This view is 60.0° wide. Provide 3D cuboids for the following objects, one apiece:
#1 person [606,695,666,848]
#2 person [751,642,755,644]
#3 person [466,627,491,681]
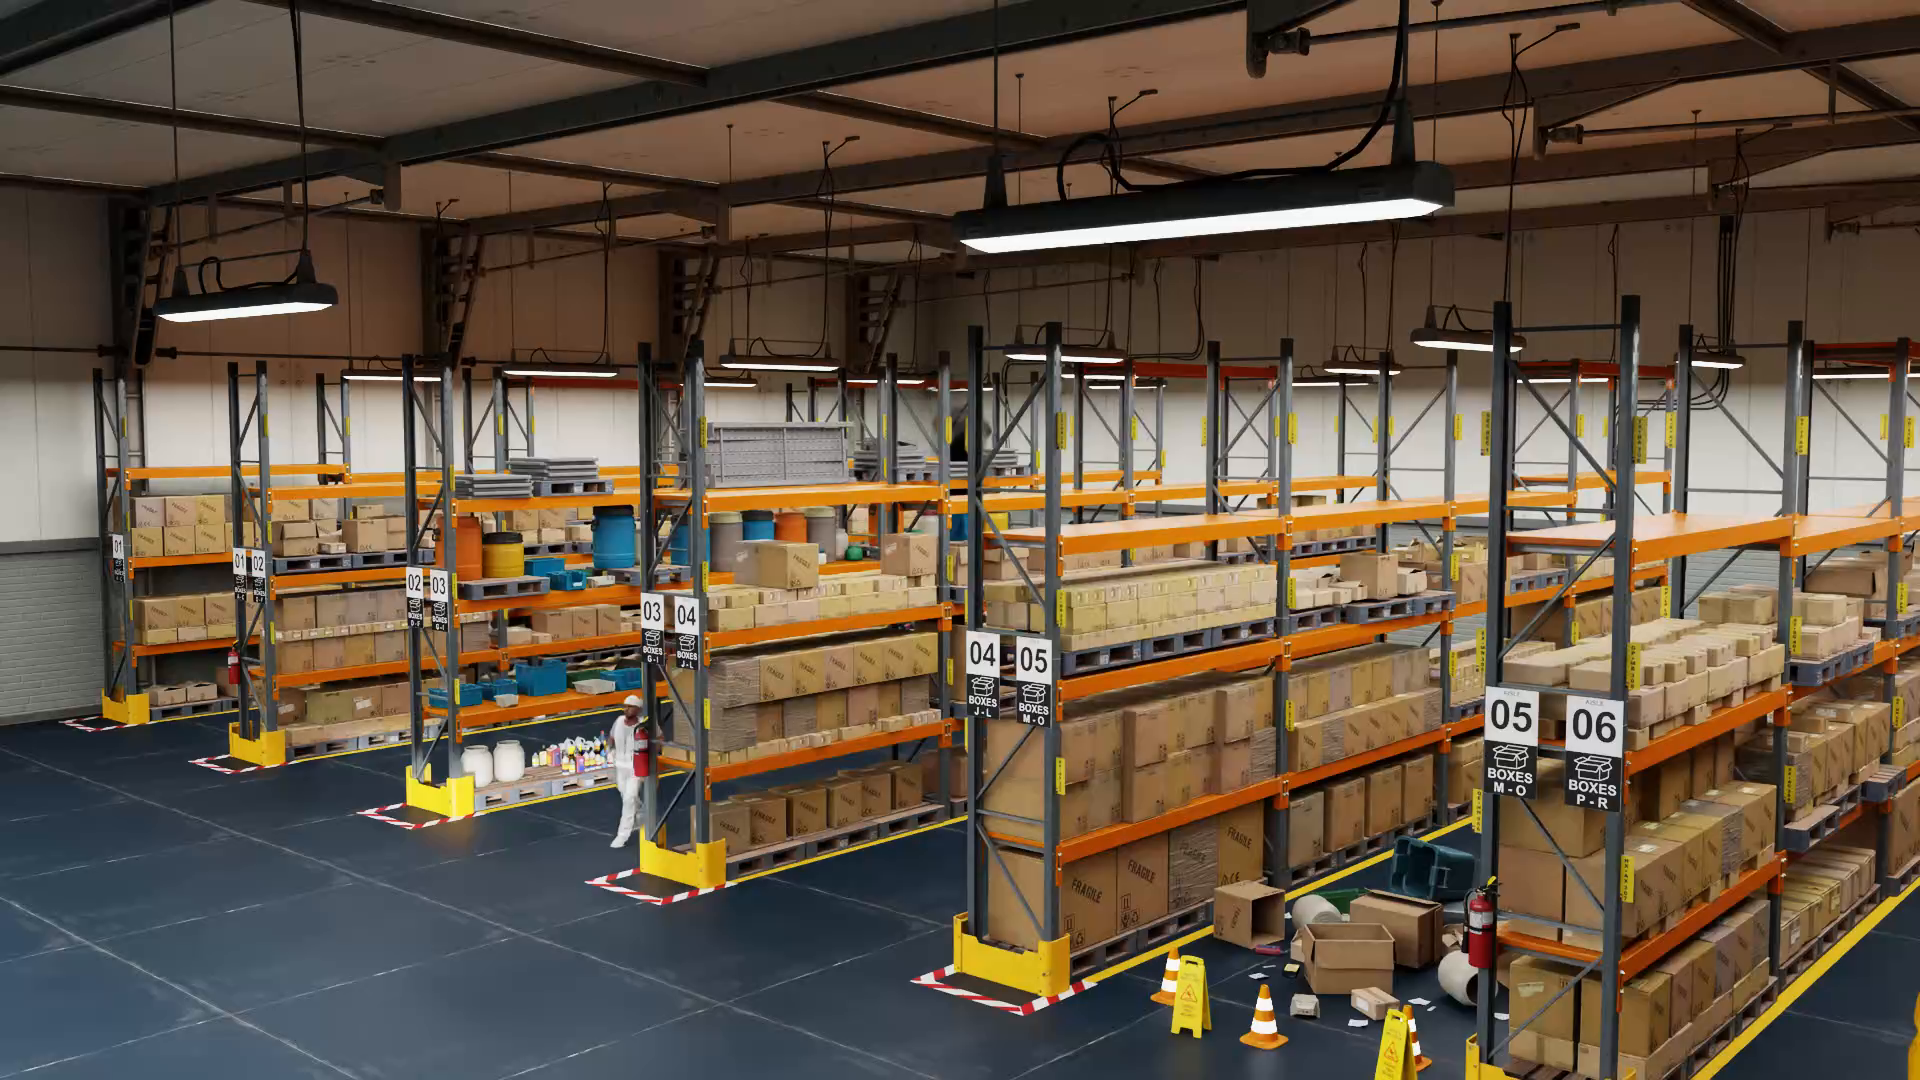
[{"bbox_3d":[-3.986,2.778,20.312,0.687,1.796,0.903,2,5,24],"label":"person"},{"bbox_3d":[-3.452,2.178,29.472,0.587,1.715,0.691,3,5,32],"label":"person"},{"bbox_3d":[-8.683,2.088,30.063,0.670,1.746,0.617,3,5,37],"label":"person"}]
